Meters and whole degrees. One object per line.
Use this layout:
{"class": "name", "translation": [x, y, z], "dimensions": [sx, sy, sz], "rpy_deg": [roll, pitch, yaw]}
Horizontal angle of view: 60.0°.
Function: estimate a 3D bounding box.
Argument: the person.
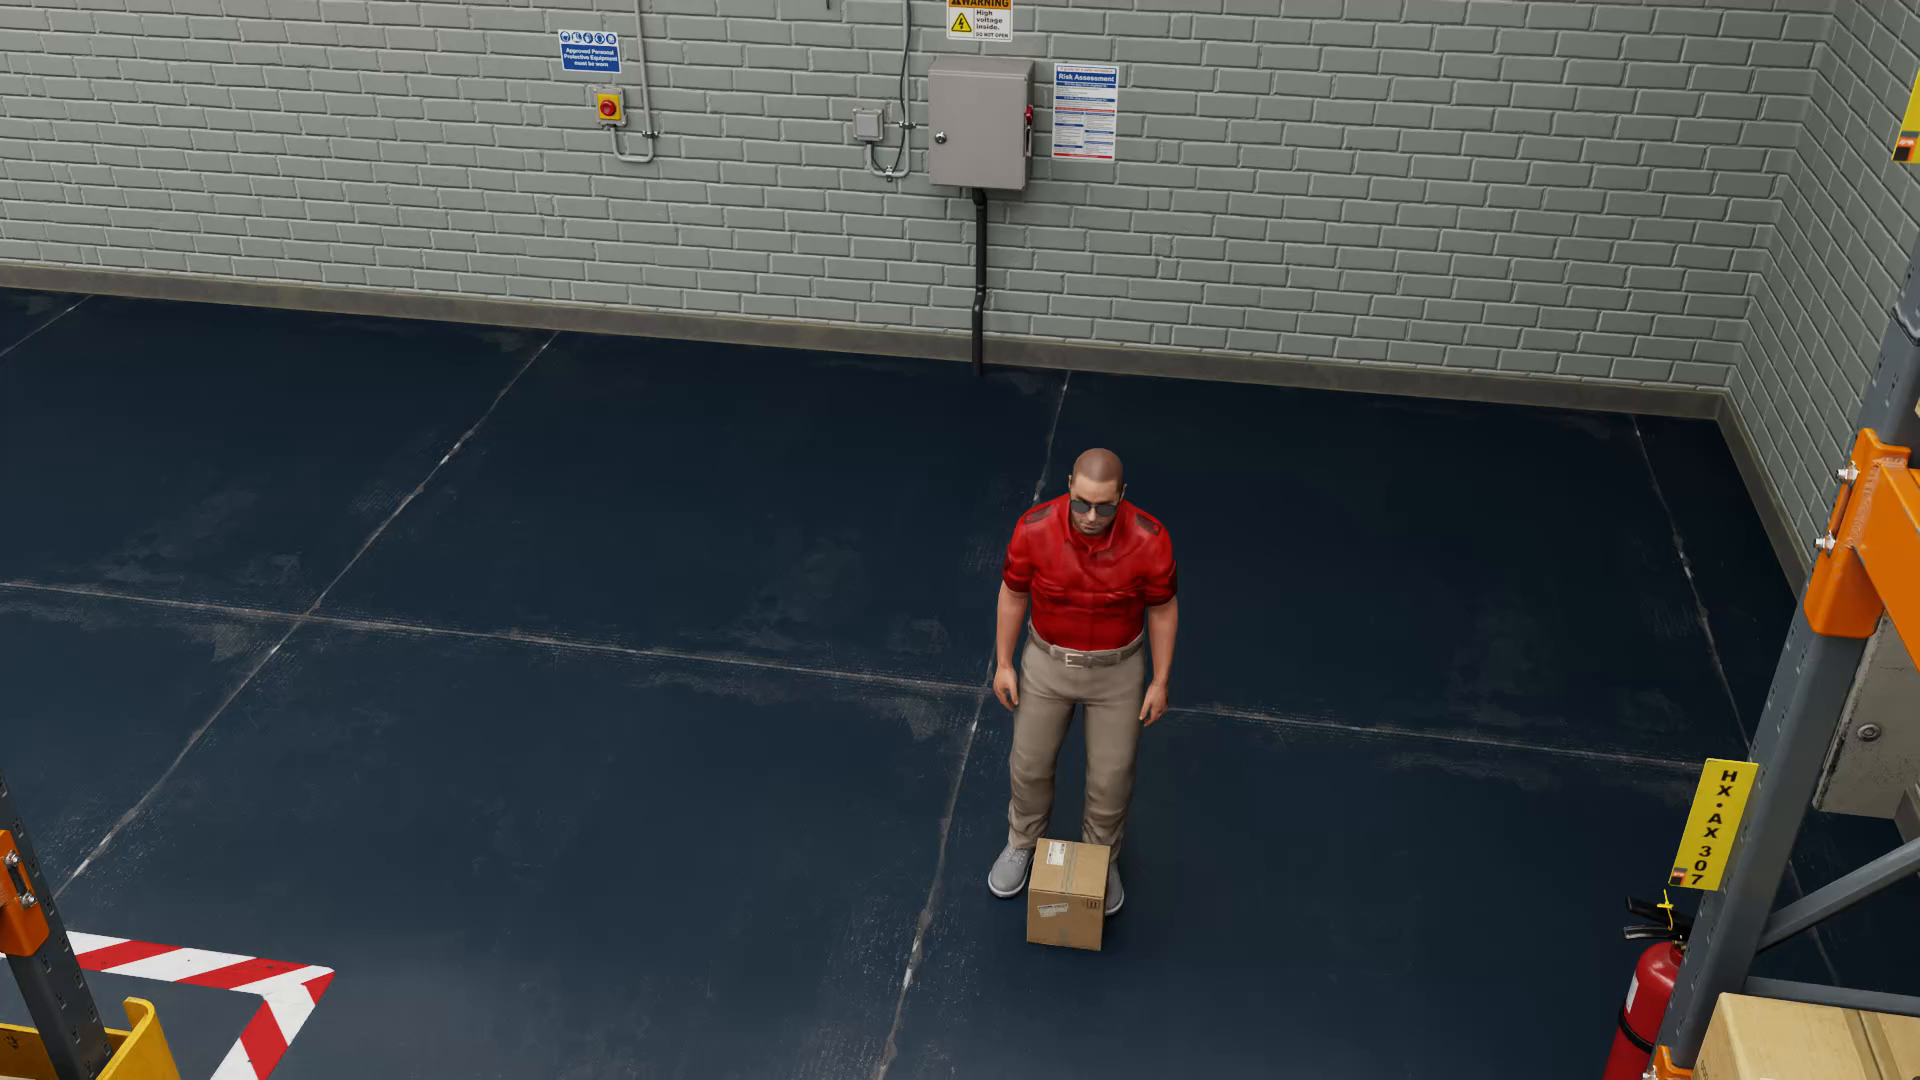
{"class": "person", "translation": [0.400, 0.449, 5.436], "dimensions": [0.585, 1.727, 0.422], "rpy_deg": [5, 33, 8]}
